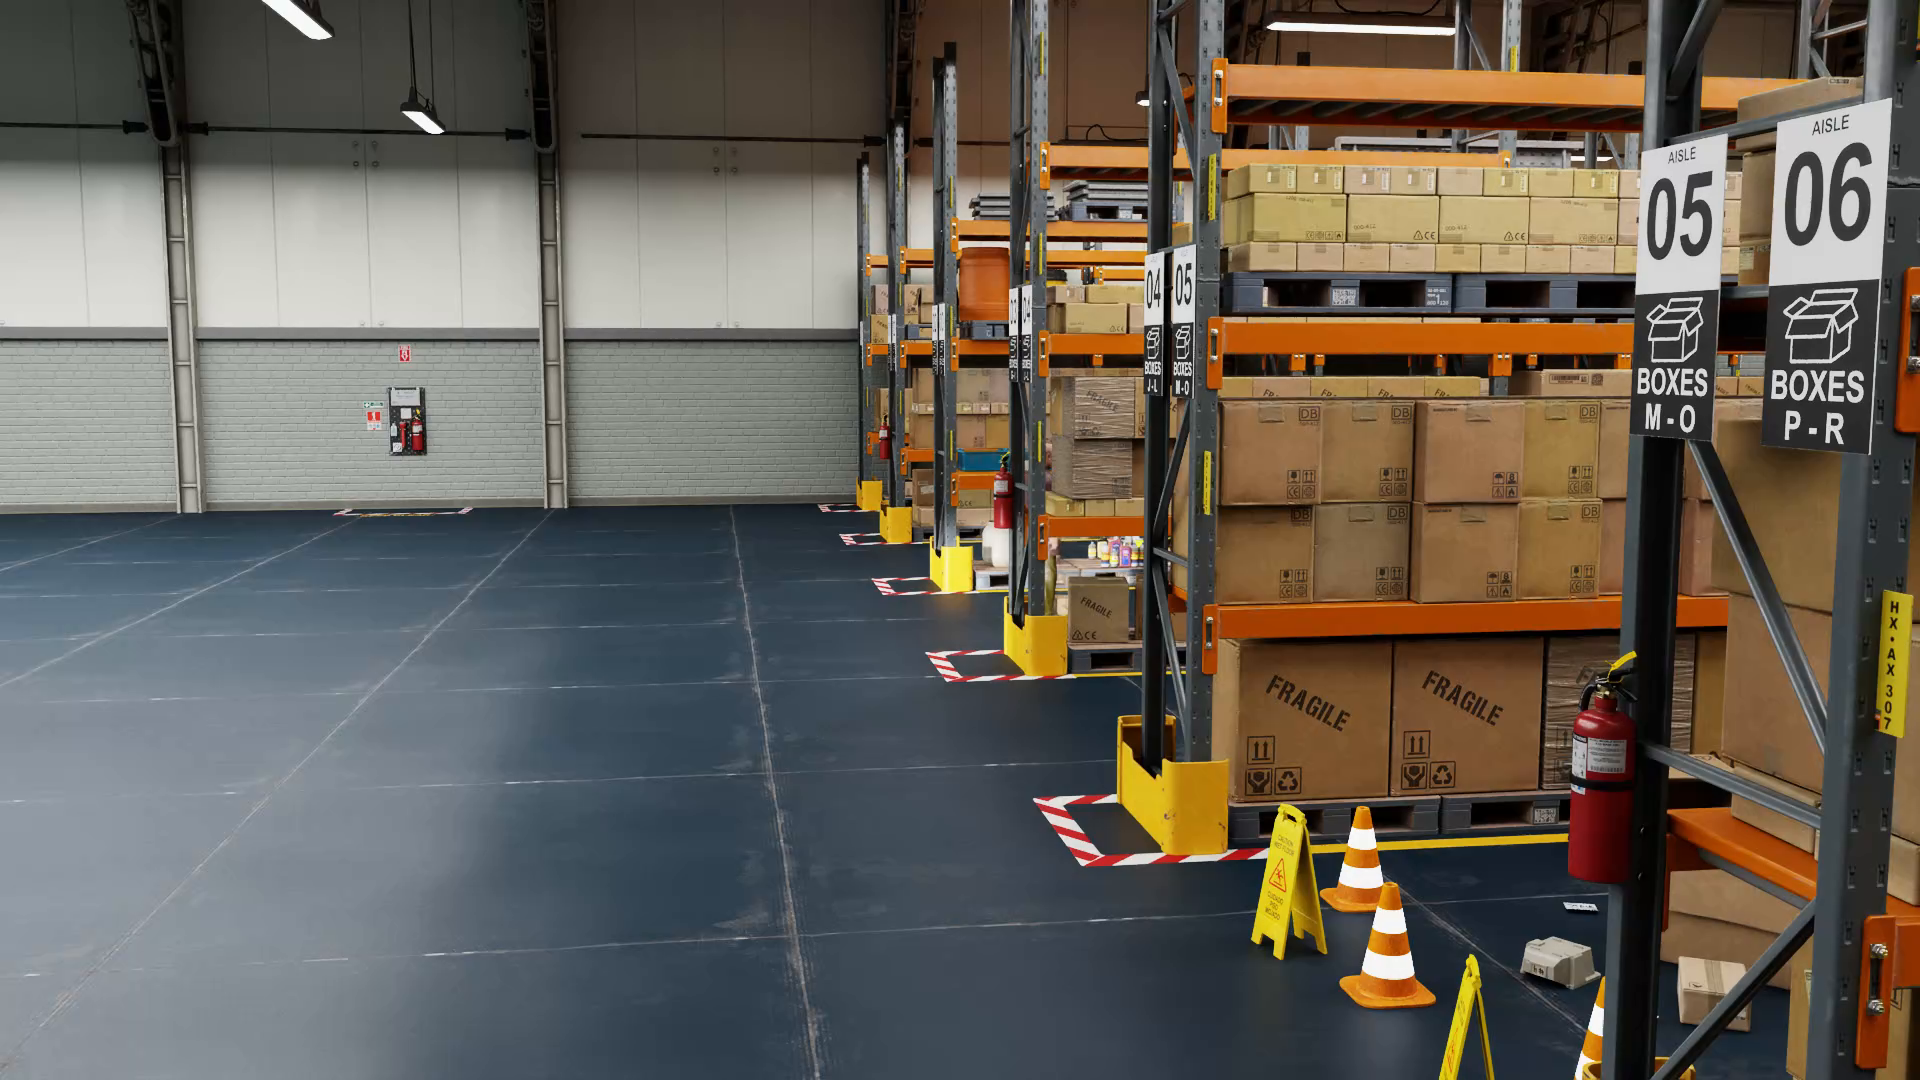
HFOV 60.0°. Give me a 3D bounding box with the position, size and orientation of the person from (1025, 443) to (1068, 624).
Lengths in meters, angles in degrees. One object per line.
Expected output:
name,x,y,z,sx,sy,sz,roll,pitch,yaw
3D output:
person,0.817,-0.065,16.363,0.429,1.772,0.647,-1,6,-12
